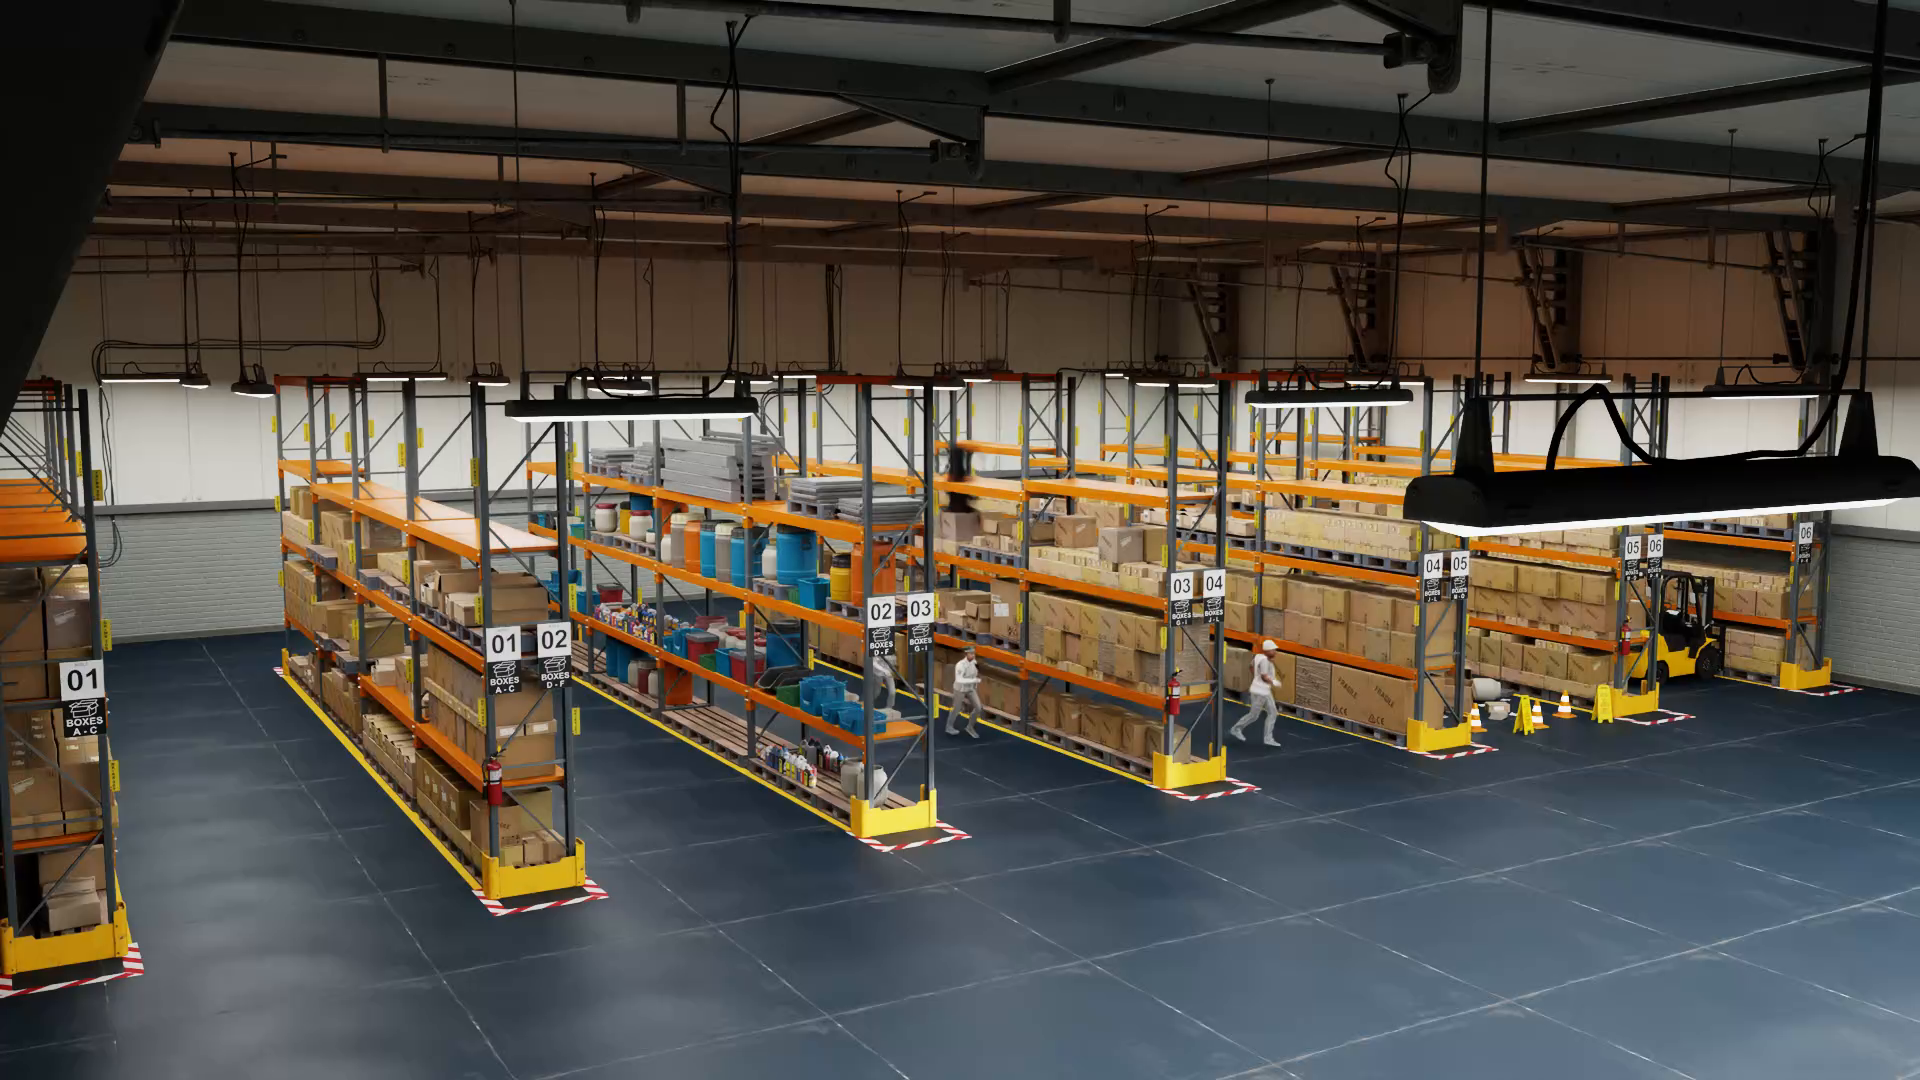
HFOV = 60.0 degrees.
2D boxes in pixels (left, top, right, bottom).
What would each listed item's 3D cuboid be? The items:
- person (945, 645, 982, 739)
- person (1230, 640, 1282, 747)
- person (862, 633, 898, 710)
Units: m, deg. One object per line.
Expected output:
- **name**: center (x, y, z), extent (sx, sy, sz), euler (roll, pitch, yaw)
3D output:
- **person**: center (0.092, 2.509, 27.664), extent (0.604, 1.626, 0.914), euler (-5, 8, -38)
- **person**: center (4.838, 2.491, 27.082), extent (0.818, 1.757, 0.643), euler (2, 7, 18)
- **person**: center (-1.393, 2.381, 29.005), extent (0.647, 1.641, 0.982), euler (-6, 8, -42)
